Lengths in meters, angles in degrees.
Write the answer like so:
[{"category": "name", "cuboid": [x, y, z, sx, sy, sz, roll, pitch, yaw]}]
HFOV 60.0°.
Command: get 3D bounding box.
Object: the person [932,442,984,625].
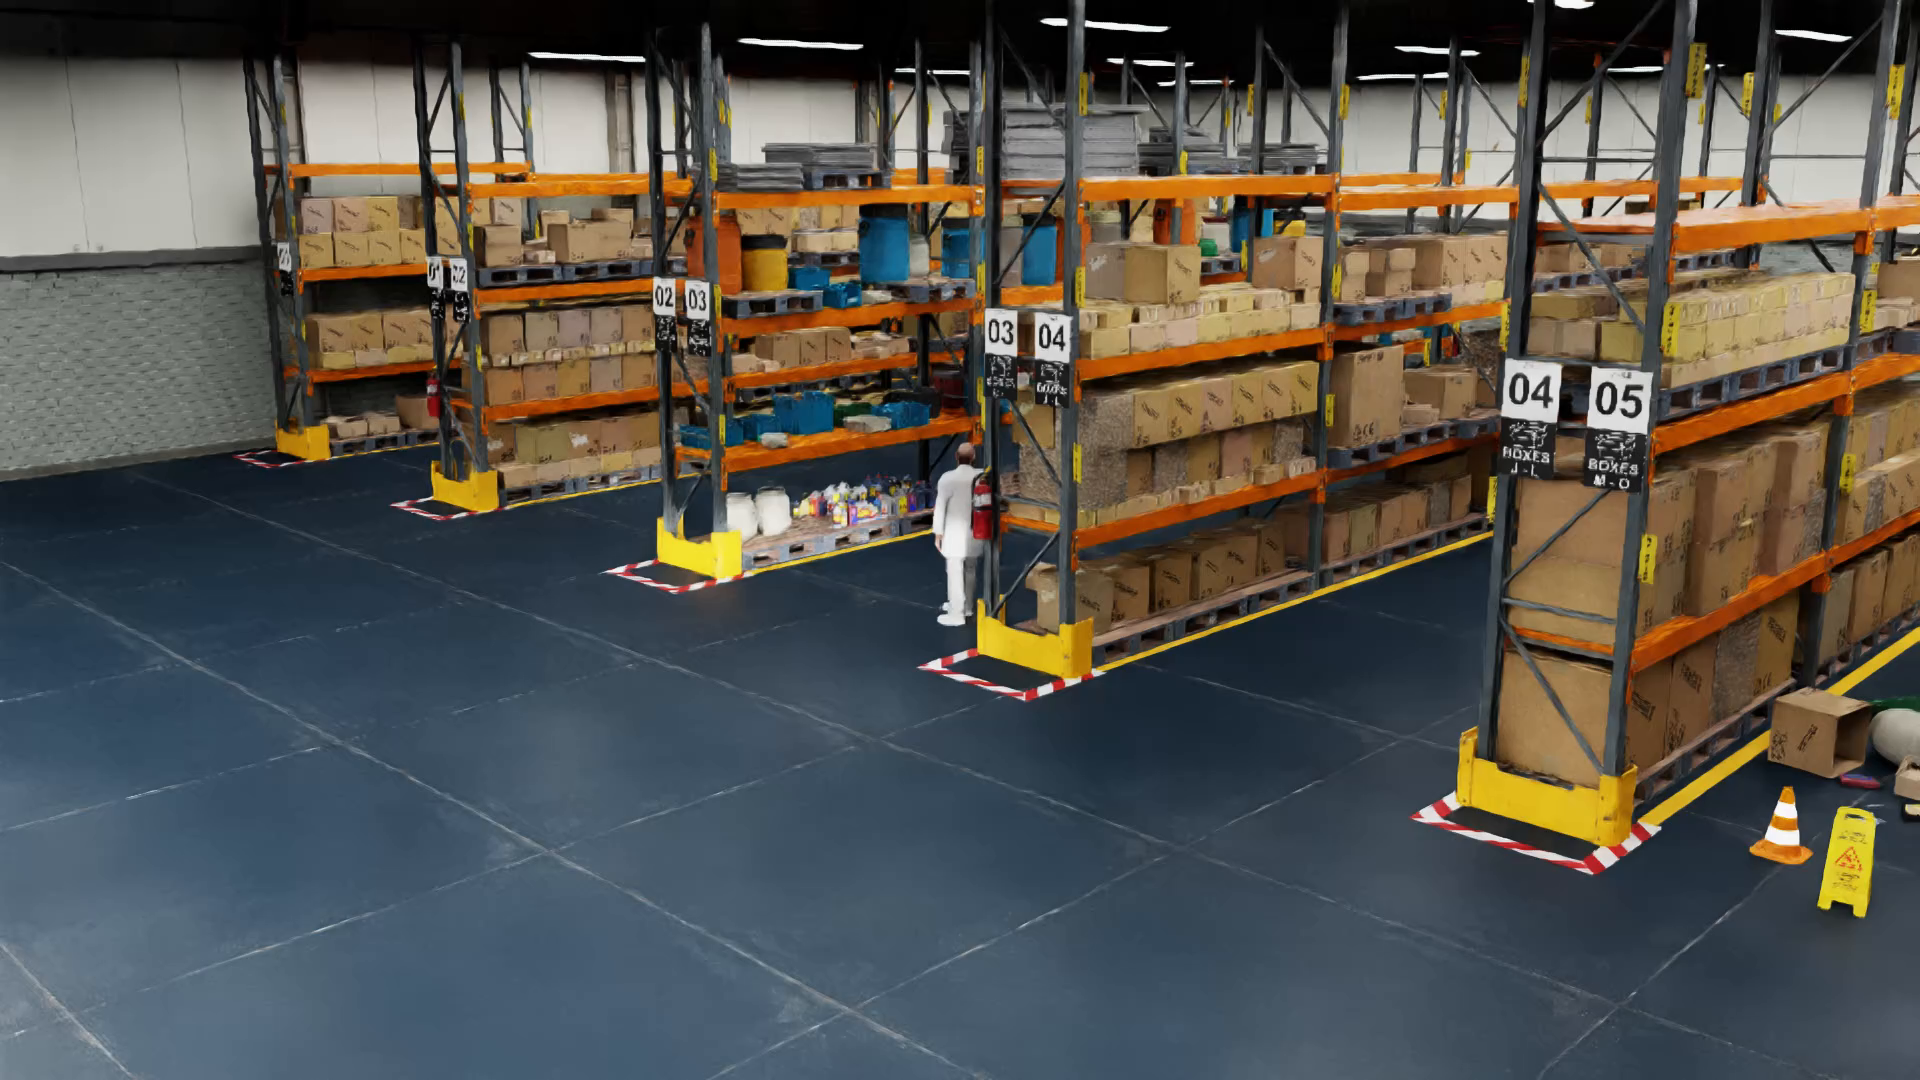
[{"category": "person", "cuboid": [0.005, -0.084, 16.356, 0.675, 1.788, 0.652, -7, 15, -26]}]
